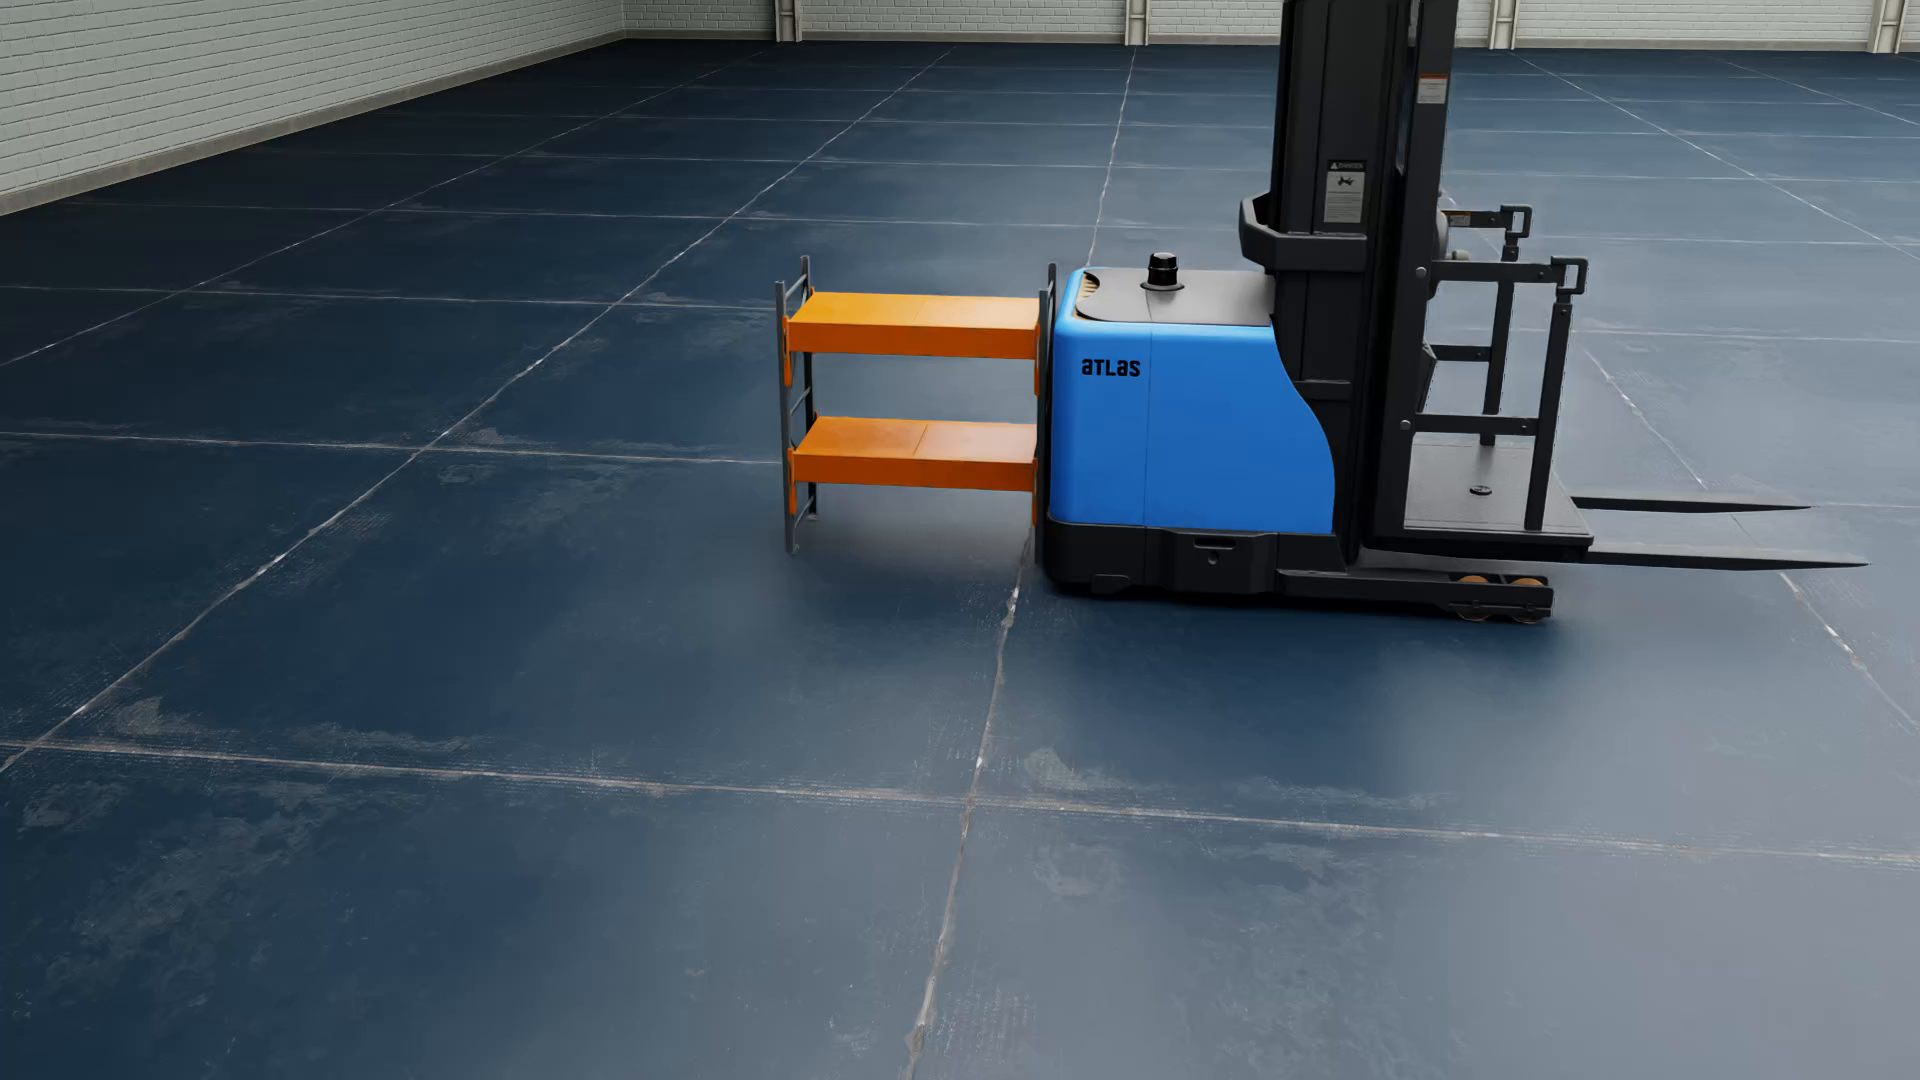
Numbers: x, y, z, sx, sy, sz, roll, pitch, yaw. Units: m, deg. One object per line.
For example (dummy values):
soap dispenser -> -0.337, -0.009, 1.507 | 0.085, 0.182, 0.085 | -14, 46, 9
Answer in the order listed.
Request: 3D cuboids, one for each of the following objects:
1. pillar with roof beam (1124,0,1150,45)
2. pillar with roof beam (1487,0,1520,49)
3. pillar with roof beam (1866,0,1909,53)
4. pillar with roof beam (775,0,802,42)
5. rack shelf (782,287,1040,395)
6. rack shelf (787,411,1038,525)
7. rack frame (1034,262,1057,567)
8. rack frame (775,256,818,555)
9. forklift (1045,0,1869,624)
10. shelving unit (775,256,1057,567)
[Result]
pillar with roof beam -> 2.489, -11.024, 22.584 | 0.400, 9.000, 9.100 | 2, 22, 6
pillar with roof beam -> 8.447, -10.764, 21.927 | 0.400, 9.000, 9.100 | 2, 22, 6
pillar with roof beam -> 14.405, -10.504, 21.270 | 0.400, 9.000, 9.100 | 2, 22, 6
pillar with roof beam -> -3.470, -11.283, 23.240 | 0.400, 9.000, 9.100 | 2, 22, 6
rack shelf -> -0.160, -0.803, 6.645 | 1.000, 0.278, 0.538 | 3, 22, 7
rack shelf -> -0.160, -0.303, 6.842 | 1.000, 0.278, 0.538 | 3, 22, 7
rack frame -> 0.345, -0.507, 6.693 | 0.032, 1.125, 0.500 | 3, 22, 7
rack frame -> -0.664, -0.554, 6.811 | 0.032, 1.125, 0.500 | 3, 22, 7
forklift -> 1.885, -1.260, 6.140 | 3.031, 2.935, 1.130 | 3, 22, 7
shelving unit -> -0.160, -0.531, 6.752 | 1.048, 1.125, 0.538 | 3, 22, 7
